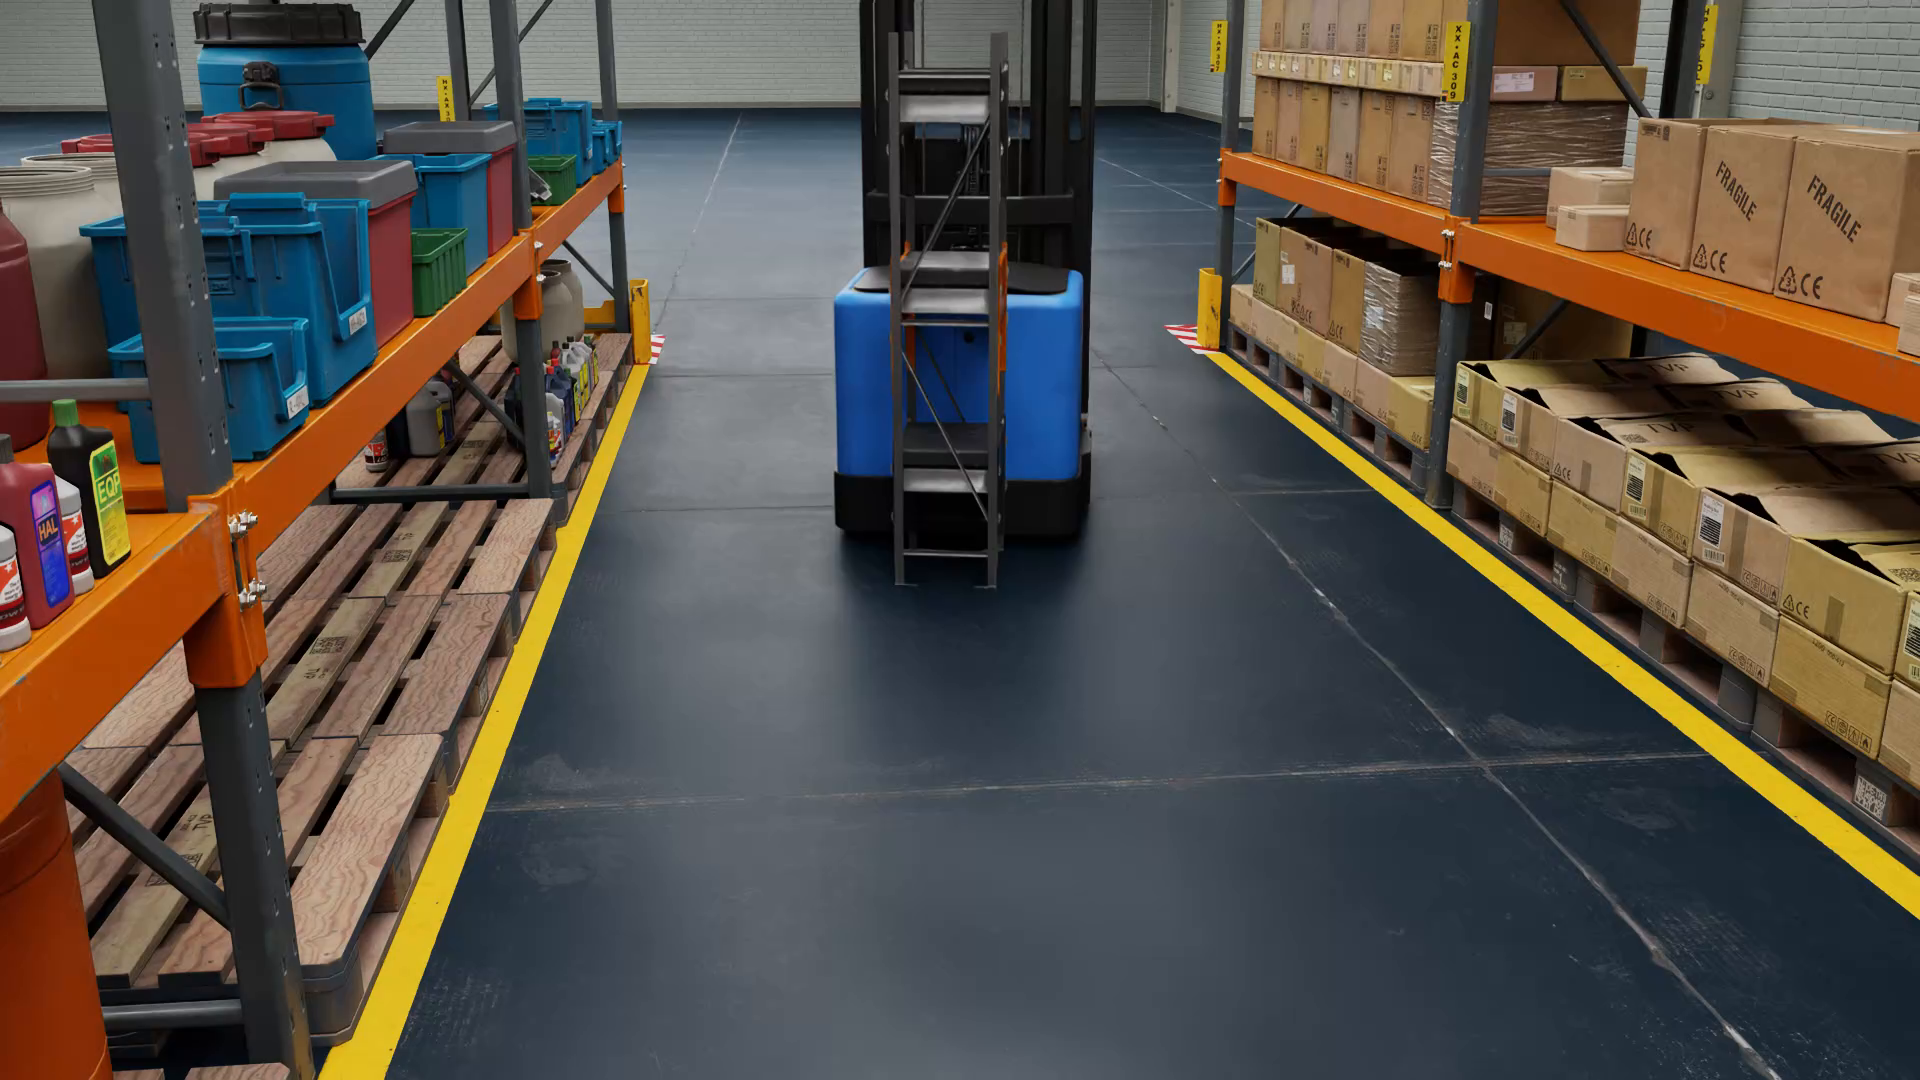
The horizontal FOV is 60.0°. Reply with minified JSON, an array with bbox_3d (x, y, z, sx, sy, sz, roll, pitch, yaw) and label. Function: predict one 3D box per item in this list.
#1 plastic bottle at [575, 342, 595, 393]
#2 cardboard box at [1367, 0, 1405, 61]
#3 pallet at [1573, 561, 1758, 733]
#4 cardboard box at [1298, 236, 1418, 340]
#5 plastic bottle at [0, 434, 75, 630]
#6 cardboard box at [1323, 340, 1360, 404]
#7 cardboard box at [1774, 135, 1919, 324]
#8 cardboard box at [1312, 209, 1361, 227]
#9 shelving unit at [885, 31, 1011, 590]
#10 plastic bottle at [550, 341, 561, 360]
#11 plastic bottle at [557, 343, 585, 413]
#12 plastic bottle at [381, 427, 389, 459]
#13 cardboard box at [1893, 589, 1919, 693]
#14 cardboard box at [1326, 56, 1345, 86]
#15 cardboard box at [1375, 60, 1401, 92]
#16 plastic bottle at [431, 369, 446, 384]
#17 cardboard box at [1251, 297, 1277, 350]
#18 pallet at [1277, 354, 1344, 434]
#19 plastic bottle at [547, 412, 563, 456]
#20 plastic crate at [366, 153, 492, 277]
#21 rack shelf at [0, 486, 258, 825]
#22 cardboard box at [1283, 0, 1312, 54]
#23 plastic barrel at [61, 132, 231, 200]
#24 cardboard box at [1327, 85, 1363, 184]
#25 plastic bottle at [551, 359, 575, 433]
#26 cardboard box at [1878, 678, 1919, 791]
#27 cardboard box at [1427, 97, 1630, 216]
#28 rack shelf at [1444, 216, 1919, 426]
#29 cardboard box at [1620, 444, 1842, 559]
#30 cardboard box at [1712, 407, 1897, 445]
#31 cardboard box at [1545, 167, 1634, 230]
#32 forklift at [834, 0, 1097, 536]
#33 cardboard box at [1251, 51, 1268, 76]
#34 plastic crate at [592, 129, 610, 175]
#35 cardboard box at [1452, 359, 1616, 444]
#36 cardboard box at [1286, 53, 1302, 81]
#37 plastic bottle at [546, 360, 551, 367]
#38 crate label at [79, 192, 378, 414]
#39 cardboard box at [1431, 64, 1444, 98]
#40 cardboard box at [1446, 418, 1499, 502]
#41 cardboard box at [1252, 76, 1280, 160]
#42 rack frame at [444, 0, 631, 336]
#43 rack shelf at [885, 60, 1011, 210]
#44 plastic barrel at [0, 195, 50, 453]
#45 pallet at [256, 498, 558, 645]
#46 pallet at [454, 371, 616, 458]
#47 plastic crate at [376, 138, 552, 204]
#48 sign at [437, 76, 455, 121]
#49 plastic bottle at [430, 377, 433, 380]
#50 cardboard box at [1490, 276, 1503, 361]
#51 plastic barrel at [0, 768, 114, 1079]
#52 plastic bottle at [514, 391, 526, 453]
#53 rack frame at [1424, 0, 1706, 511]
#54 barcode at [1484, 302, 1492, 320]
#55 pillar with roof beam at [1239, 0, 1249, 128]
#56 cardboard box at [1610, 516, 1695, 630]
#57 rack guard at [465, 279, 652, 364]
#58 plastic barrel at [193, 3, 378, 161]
[{"bbox_3d":[-2.060,-0.938,8.970,0.152,0.276,0.135,-2,18,-5],"label":"plastic bottle"},{"bbox_3d":[2.500,-2.696,8.423,0.700,0.500,0.500,-2,18,-6],"label":"cardboard box"},{"bbox_3d":[2.900,0.316,5.819,1.003,0.211,1.213,-2,18,-6],"label":"pallet"},{"bbox_3d":[2.230,-1.422,9.336,0.500,0.500,0.500,-2,18,-6],"label":"cardboard box"},{"bbox_3d":[-1.369,-0.022,2.434,0.061,0.283,0.133,-2,18,-6],"label":"plastic bottle"},{"bbox_3d":[2.283,-0.915,8.974,0.500,0.250,0.500,-2,18,-6],"label":"cardboard box"},{"bbox_3d":[2.879,-0.953,5.037,0.500,0.500,0.500,-3,18,-9],"label":"cardboard box"},{"bbox_3d":[2.595,-1.885,10.811,0.500,0.500,0.500,-2,18,-6],"label":"cardboard box"},{"bbox_3d":[-0.036,-0.884,6.486,0.431,2.100,0.503,1,17,5],"label":"shelving unit"},{"bbox_3d":[-2.165,-0.938,8.958,0.061,0.283,0.133,-2,18,-6],"label":"plastic bottle"},{"bbox_3d":[-2.005,-0.828,8.494,0.144,0.351,0.185,-2,18,-6],"label":"plastic bottle"},{"bbox_3d":[-2.649,-0.493,7.539,0.061,0.283,0.133,-1,17,-3],"label":"plastic bottle"},{"bbox_3d":[2.770,0.290,4.199,0.500,0.311,0.500,-1,17,-4],"label":"cardboard box"},{"bbox_3d":[2.227,-2.565,9.089,0.380,0.149,0.250,-2,18,-5],"label":"cardboard box"},{"bbox_3d":[2.312,-2.332,8.348,0.380,0.149,0.250,-2,18,-6],"label":"cardboard box"},{"bbox_3d":[-2.578,-0.707,8.221,0.061,0.283,0.133,-2,18,-6],"label":"plastic bottle"},{"bbox_3d":[2.133,-1.362,10.398,0.500,0.250,0.500,-2,18,-6],"label":"cardboard box"},{"bbox_3d":[2.487,-0.870,9.594,1.003,0.211,1.213,-2,18,-6],"label":"pallet"},{"bbox_3d":[-1.889,-0.489,7.665,0.097,0.201,0.097,0,17,0],"label":"plastic bottle"},{"bbox_3d":[-1.848,-1.119,5.760,0.392,0.384,0.575,-2,18,-6],"label":"plastic crate"},{"bbox_3d":[-1.652,0.685,1.187,1.077,0.370,4.000,-2,18,-6],"label":"rack shelf"},{"bbox_3d":[2.344,-3.144,9.851,0.700,0.500,0.500,-2,18,-7],"label":"cardboard box"},{"bbox_3d":[-2.270,-0.871,4.717,0.433,0.535,0.433,0,17,0],"label":"plastic barrel"},{"bbox_3d":[2.441,-2.236,9.125,0.700,0.500,0.500,-1,17,-4],"label":"cardboard box"},{"bbox_3d":[-1.961,-0.701,8.091,0.144,0.351,0.185,-3,18,-8],"label":"plastic bottle"},{"bbox_3d":[2.772,0.557,4.286,0.500,0.250,0.500,-1,17,-4],"label":"cardboard box"},{"bbox_3d":[2.604,-1.777,7.663,0.700,0.500,0.500,-2,18,-7],"label":"cardboard box"},{"bbox_3d":[2.862,-0.658,5.467,1.077,0.370,4.000,-2,18,-6],"label":"rack shelf"},{"bbox_3d":[2.611,-0.165,5.647,0.500,0.311,0.500,-1,17,-4],"label":"cardboard box"},{"bbox_3d":[3.092,-0.338,6.199,0.500,0.311,0.500,-2,18,-6],"label":"cardboard box"},{"bbox_3d":[2.750,-1.381,6.817,0.500,0.250,0.500,-1,17,-2],"label":"cardboard box"},{"bbox_3d":[0.105,-1.810,8.049,1.130,2.935,3.031,1,17,5],"label":"forklift"},{"bbox_3d":[2.070,-3.023,10.548,0.380,0.149,0.250,-2,18,-6],"label":"cardboard box"},{"bbox_3d":[-2.273,-2.233,9.530,0.499,0.251,0.408,-2,18,-6],"label":"plastic crate"},{"bbox_3d":[2.451,-0.623,7.106,0.500,0.311,0.500,-2,18,-5],"label":"cardboard box"},{"bbox_3d":[2.148,-2.795,9.821,0.380,0.149,0.250,-2,18,-6],"label":"cardboard box"},{"bbox_3d":[-2.167,-0.852,8.820,0.097,0.201,0.097,0,17,0],"label":"plastic bottle"},{"bbox_3d":[-1.692,-0.575,3.942,0.502,0.435,0.616,-2,18,-6],"label":"crate label"},{"bbox_3d":[2.391,-2.103,7.617,0.380,0.149,0.250,-2,18,-7],"label":"cardboard box"},{"bbox_3d":[2.451,-0.358,7.199,0.500,0.250,0.500,-2,18,-7],"label":"cardboard box"},{"bbox_3d":[2.279,-2.697,10.594,0.700,0.500,0.500,-2,18,-6],"label":"cardboard box"},{"bbox_3d":[-2.684,-2.637,10.570,1.000,3.000,0.127,-2,18,-6],"label":"rack frame"},{"bbox_3d":[-0.036,-1.539,6.281,0.431,0.518,0.480,1,17,5],"label":"rack shelf"},{"bbox_3d":[-2.208,-0.448,3.368,0.600,0.536,0.708,-2,18,-6],"label":"plastic barrel"},{"bbox_3d":[-2.152,0.118,6.450,1.003,0.211,1.213,-2,18,-6],"label":"pallet"},{"bbox_3d":[-2.428,-0.681,8.993,1.003,0.211,1.213,-2,18,-6],"label":"pallet"},{"bbox_3d":[-2.199,-1.576,7.292,0.767,0.338,0.504,-2,18,-6],"label":"plastic crate"},{"bbox_3d":[-3.231,-2.754,10.478,0.100,0.325,0.005,-2,18,-6],"label":"sign"},{"bbox_3d":[-2.690,-0.741,8.342,0.152,0.276,0.135,-1,17,-5],"label":"plastic bottle"},{"bbox_3d":[2.860,-1.140,8.439,0.500,0.500,0.500,-2,18,-6],"label":"cardboard box"},{"bbox_3d":[-1.791,0.726,2.777,0.600,0.830,0.708,-2,18,-6],"label":"plastic barrel"},{"bbox_3d":[-2.035,-0.560,7.753,0.061,0.283,0.133,-2,18,-6],"label":"plastic bottle"},{"bbox_3d":[2.656,-1.597,7.258,1.000,3.000,0.127,-2,18,-6],"label":"rack frame"},{"bbox_3d":[2.268,-0.984,7.139,0.001,0.075,0.075,-2,18,-6],"label":"barcode"},{"bbox_3d":[1.346,-12.641,32.419,9.100,9.000,0.400,-2,18,-6],"label":"pillar with roof beam"},{"bbox_3d":[2.610,0.100,5.740,0.500,0.250,0.500,-1,17,-5],"label":"cardboard box"},{"bbox_3d":[-2.629,-1.423,10.877,1.175,0.500,0.348,-2,18,-6],"label":"rack guard"},{"bbox_3d":[-2.533,-1.560,6.302,0.600,0.901,0.708,-2,18,-6],"label":"plastic barrel"}]
